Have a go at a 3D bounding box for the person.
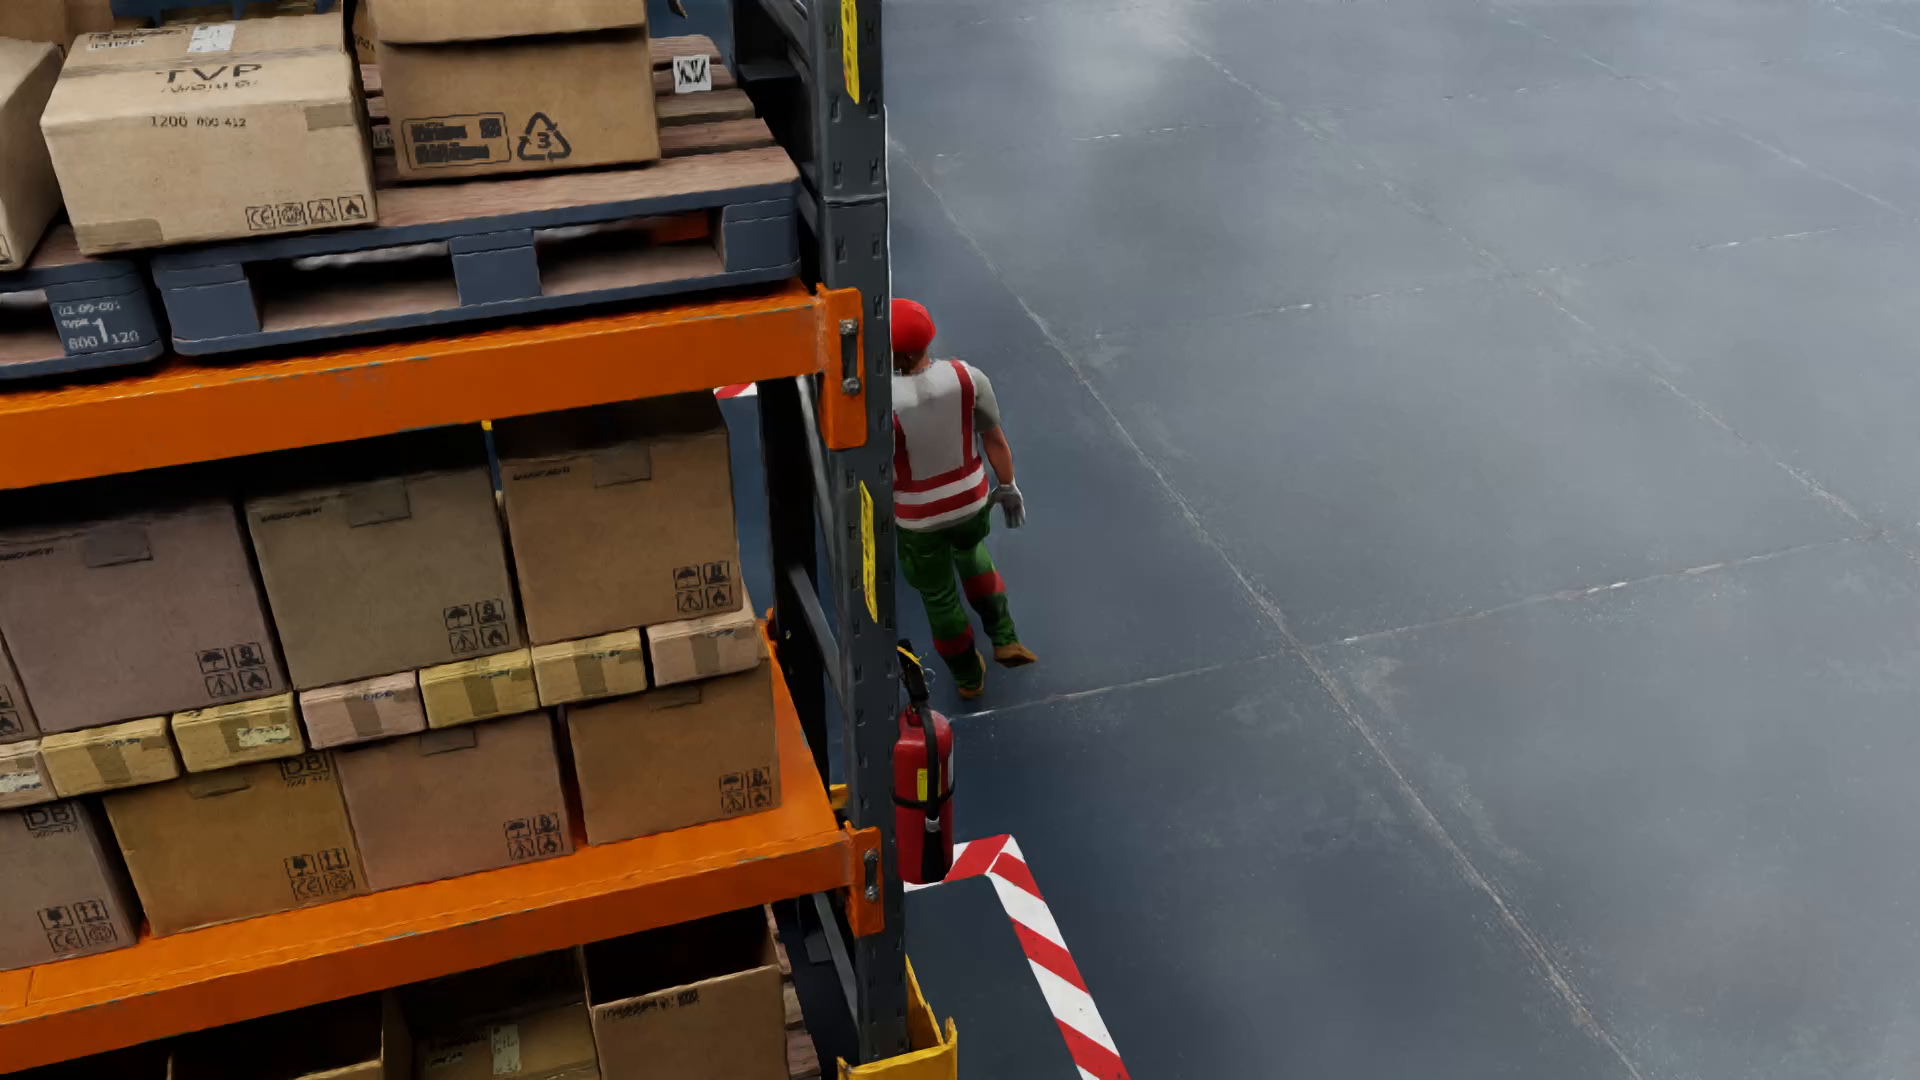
[{"bbox_3d":[-0.065,-0.150,6.329,0.728,1.774,0.453,-11,35,-16],"label":"person"}]
